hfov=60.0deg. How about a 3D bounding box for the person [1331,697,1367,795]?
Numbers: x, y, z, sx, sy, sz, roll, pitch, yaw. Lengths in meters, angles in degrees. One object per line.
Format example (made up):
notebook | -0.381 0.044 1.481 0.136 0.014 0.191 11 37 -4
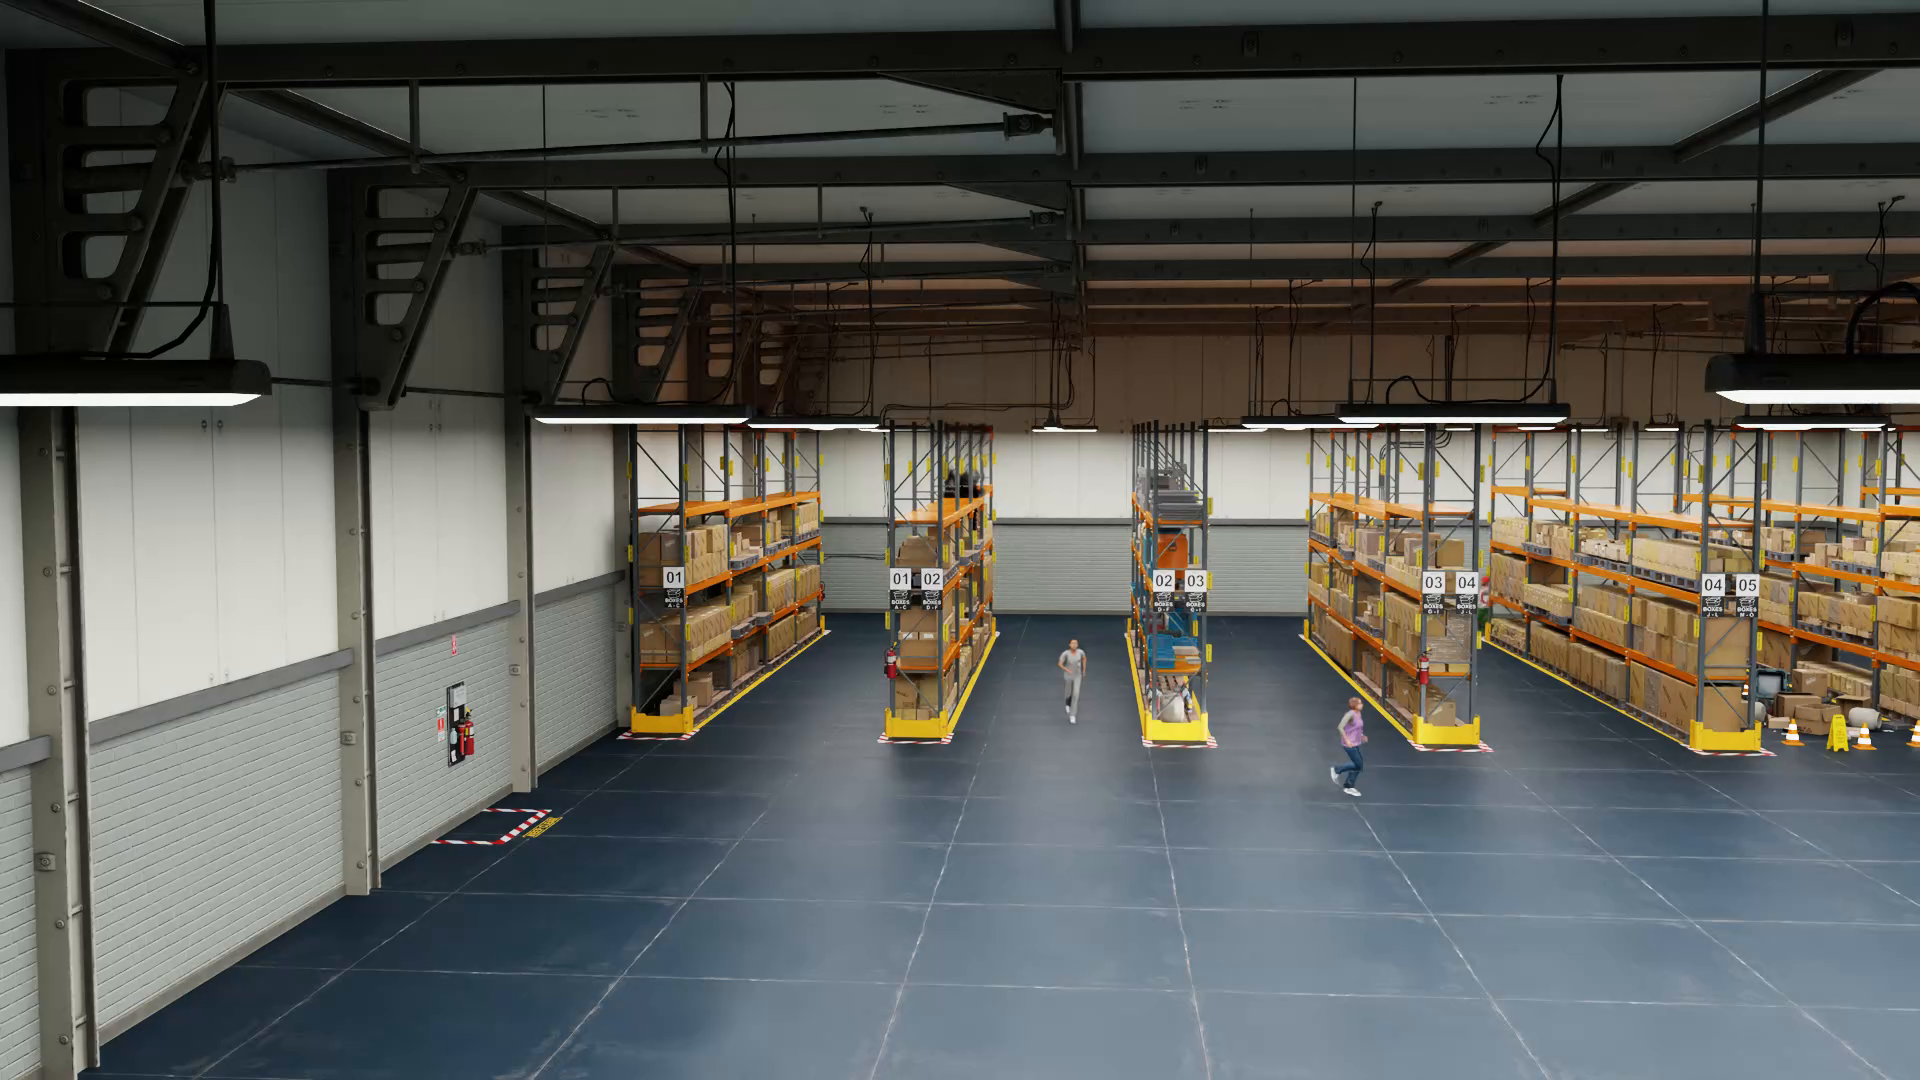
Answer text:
person | 6.215 3.274 26.561 0.535 1.560 0.555 2 4 34

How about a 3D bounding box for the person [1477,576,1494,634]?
person | 15.082 1.883 47.563 0.607 1.707 0.748 0 4 5

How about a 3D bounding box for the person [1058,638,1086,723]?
person | 2.260 2.777 33.428 0.587 1.664 0.993 0 4 -6
